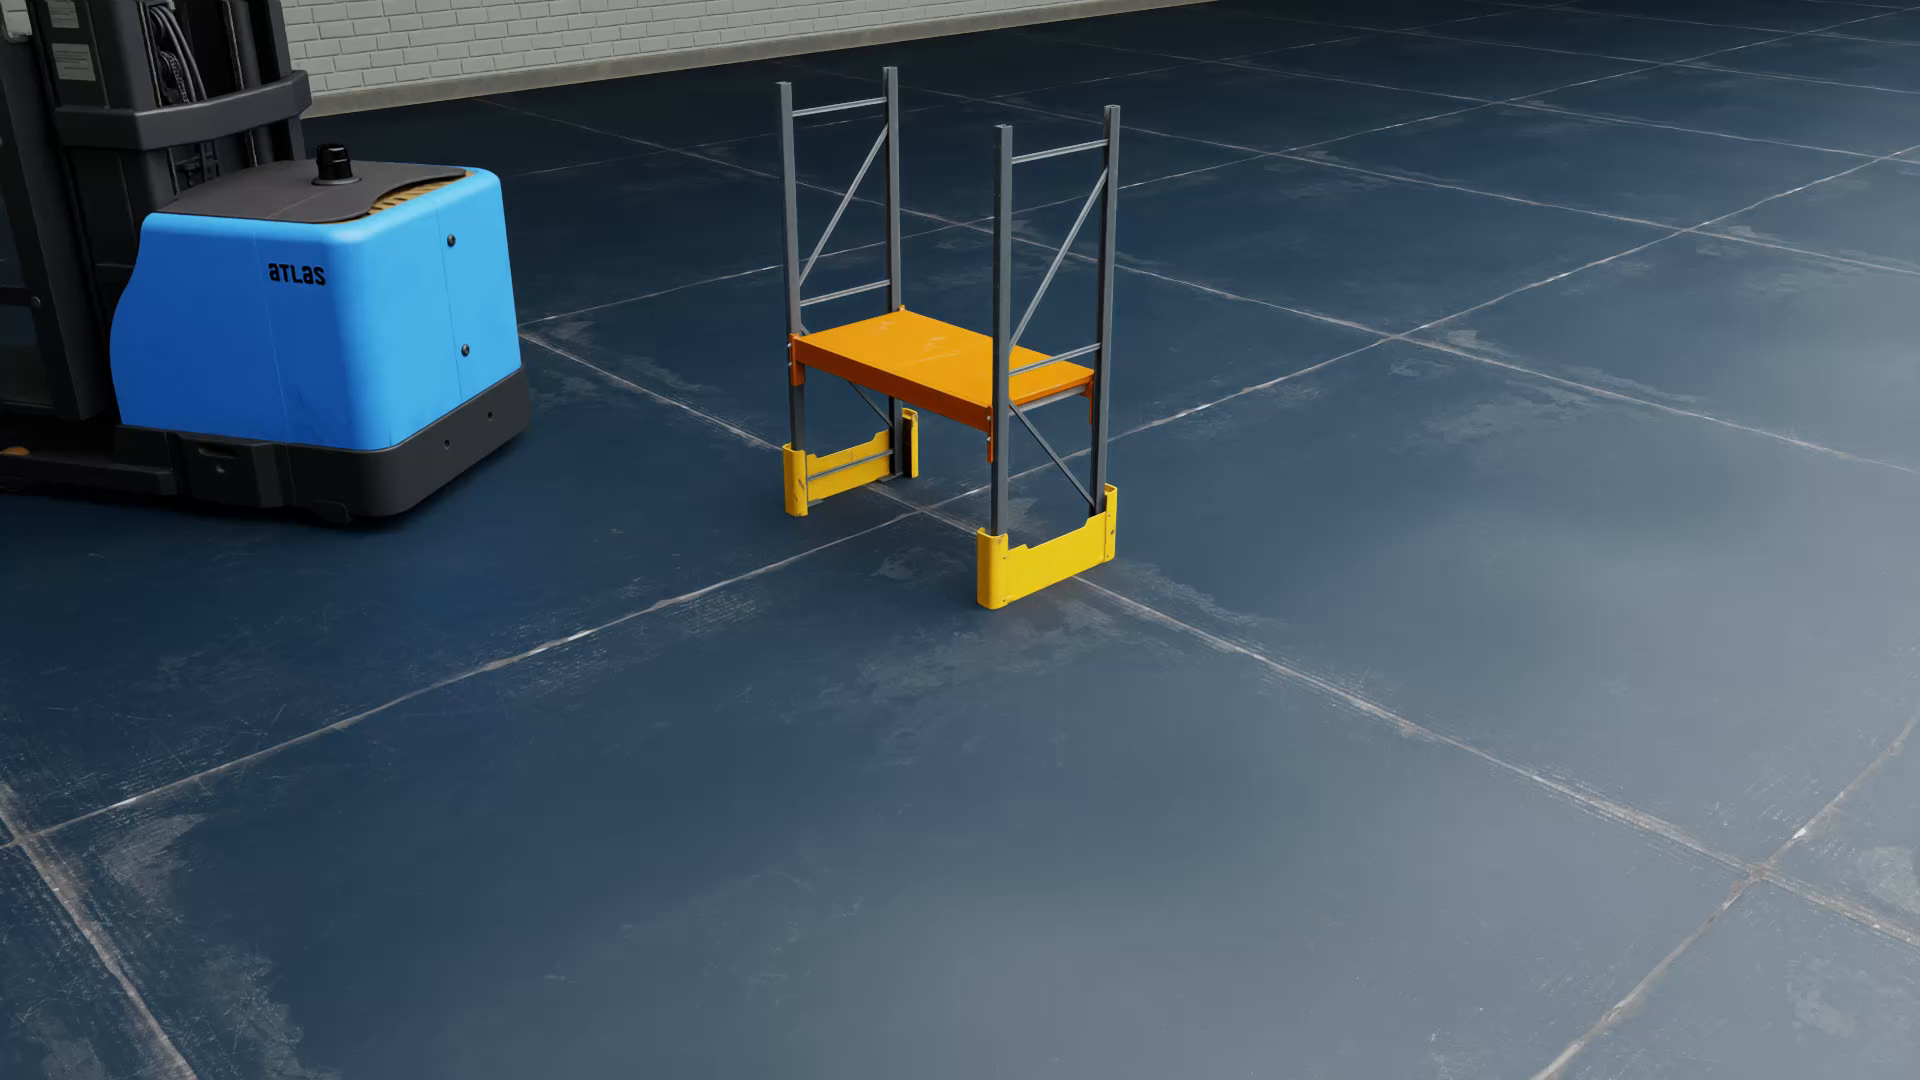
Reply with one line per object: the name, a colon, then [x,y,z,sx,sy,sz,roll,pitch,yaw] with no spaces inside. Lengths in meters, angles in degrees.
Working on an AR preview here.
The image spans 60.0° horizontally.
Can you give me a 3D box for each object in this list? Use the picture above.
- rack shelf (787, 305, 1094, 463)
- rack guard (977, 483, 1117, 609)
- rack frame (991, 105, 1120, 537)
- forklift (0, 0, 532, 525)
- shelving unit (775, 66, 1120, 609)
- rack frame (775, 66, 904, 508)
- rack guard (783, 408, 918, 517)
rack shelf: [-0.058,-0.545,5.570,0.538,0.185,1.000,-21,32,-38]
rack guard: [0.288,0.014,5.418,0.587,0.250,0.087,-21,32,-38]
rack frame: [0.289,-0.554,5.158,0.500,1.500,0.032,-21,32,-38]
forklift: [-3.272,-1.713,5.974,3.031,2.935,1.130,7,25,14]
shelving unit: [-0.052,-0.705,5.489,0.587,1.500,1.083,-21,32,-38]
rack frame: [-0.406,-0.862,5.833,0.500,1.500,0.032,-21,32,-38]
rack guard: [-0.392,-0.288,6.079,0.587,0.250,0.087,-21,32,-38]
